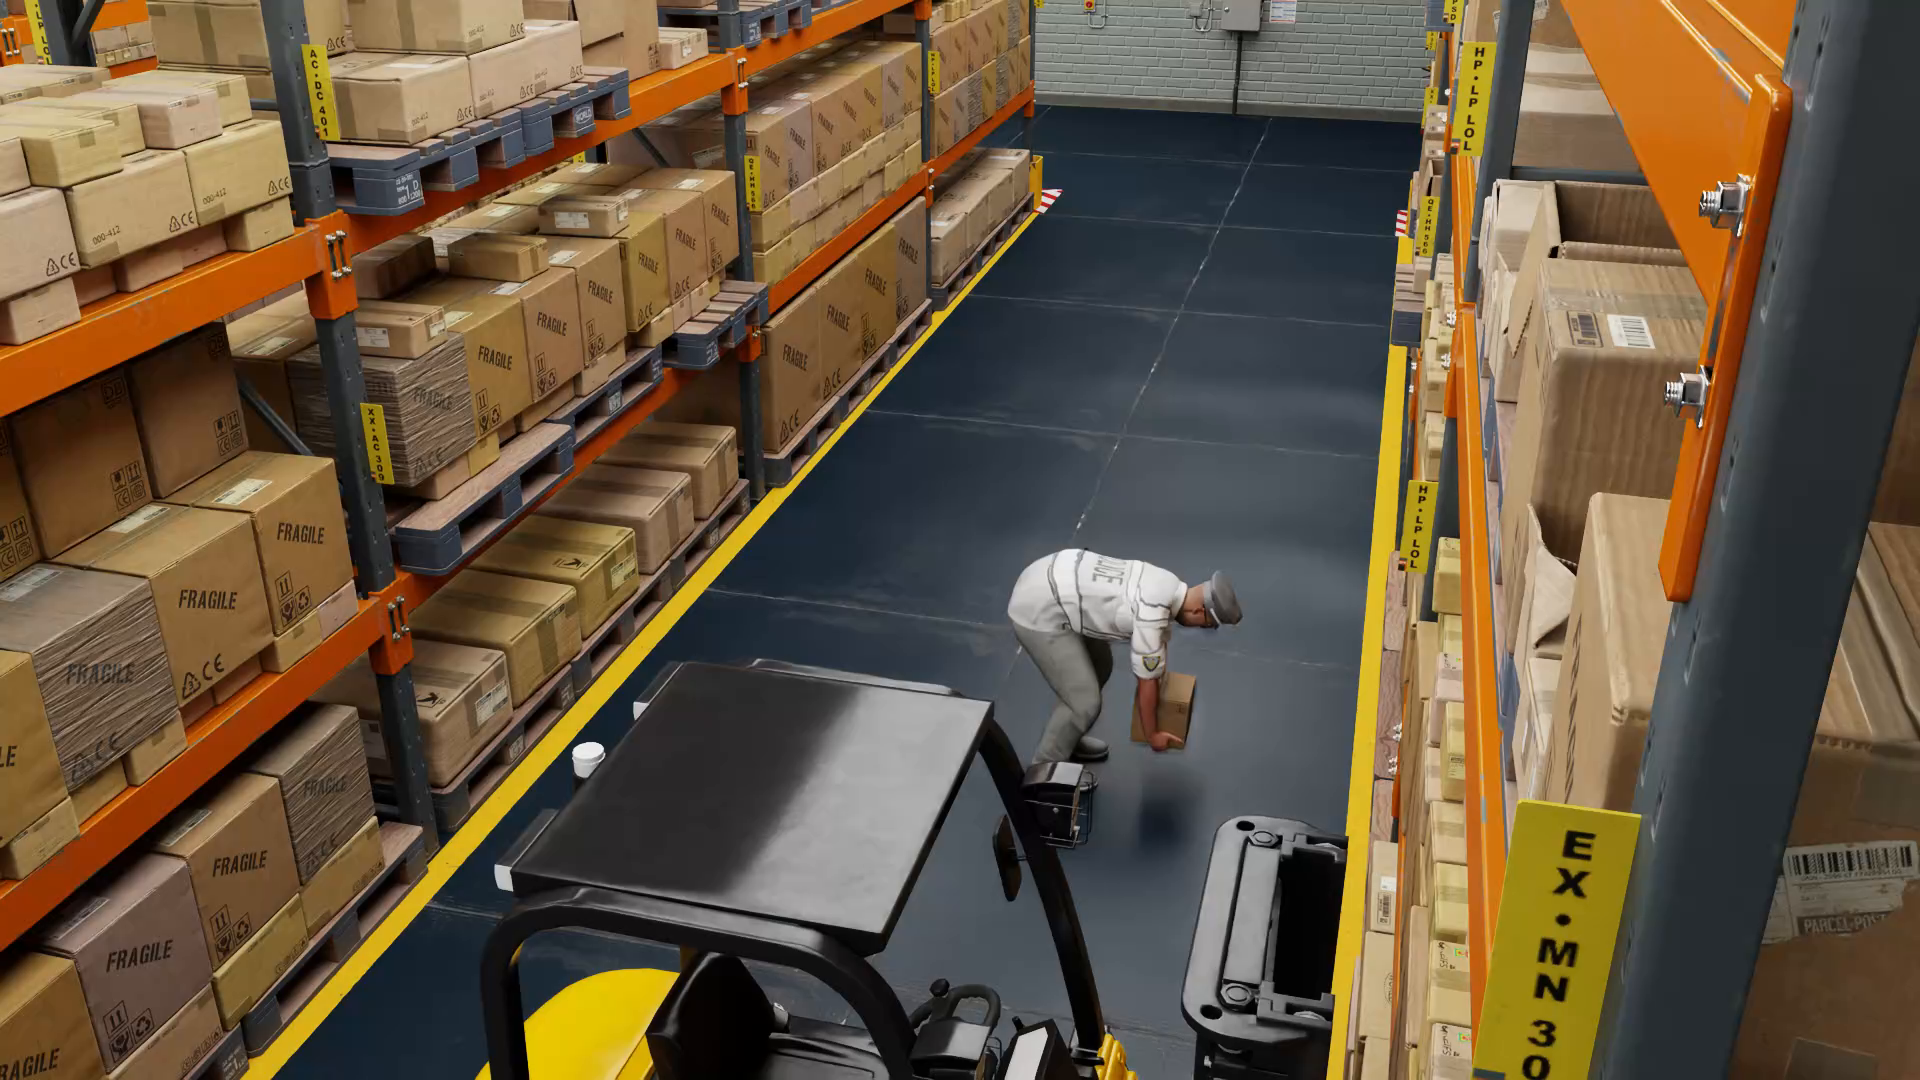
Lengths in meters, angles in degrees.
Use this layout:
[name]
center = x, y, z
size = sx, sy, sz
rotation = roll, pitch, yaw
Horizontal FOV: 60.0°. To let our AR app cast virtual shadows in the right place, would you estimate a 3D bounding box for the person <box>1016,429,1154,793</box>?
[person]
center = 0.571, 0.307, 7.514
size = 0.616, 1.703, 0.478
rotation = 6, 26, 12
